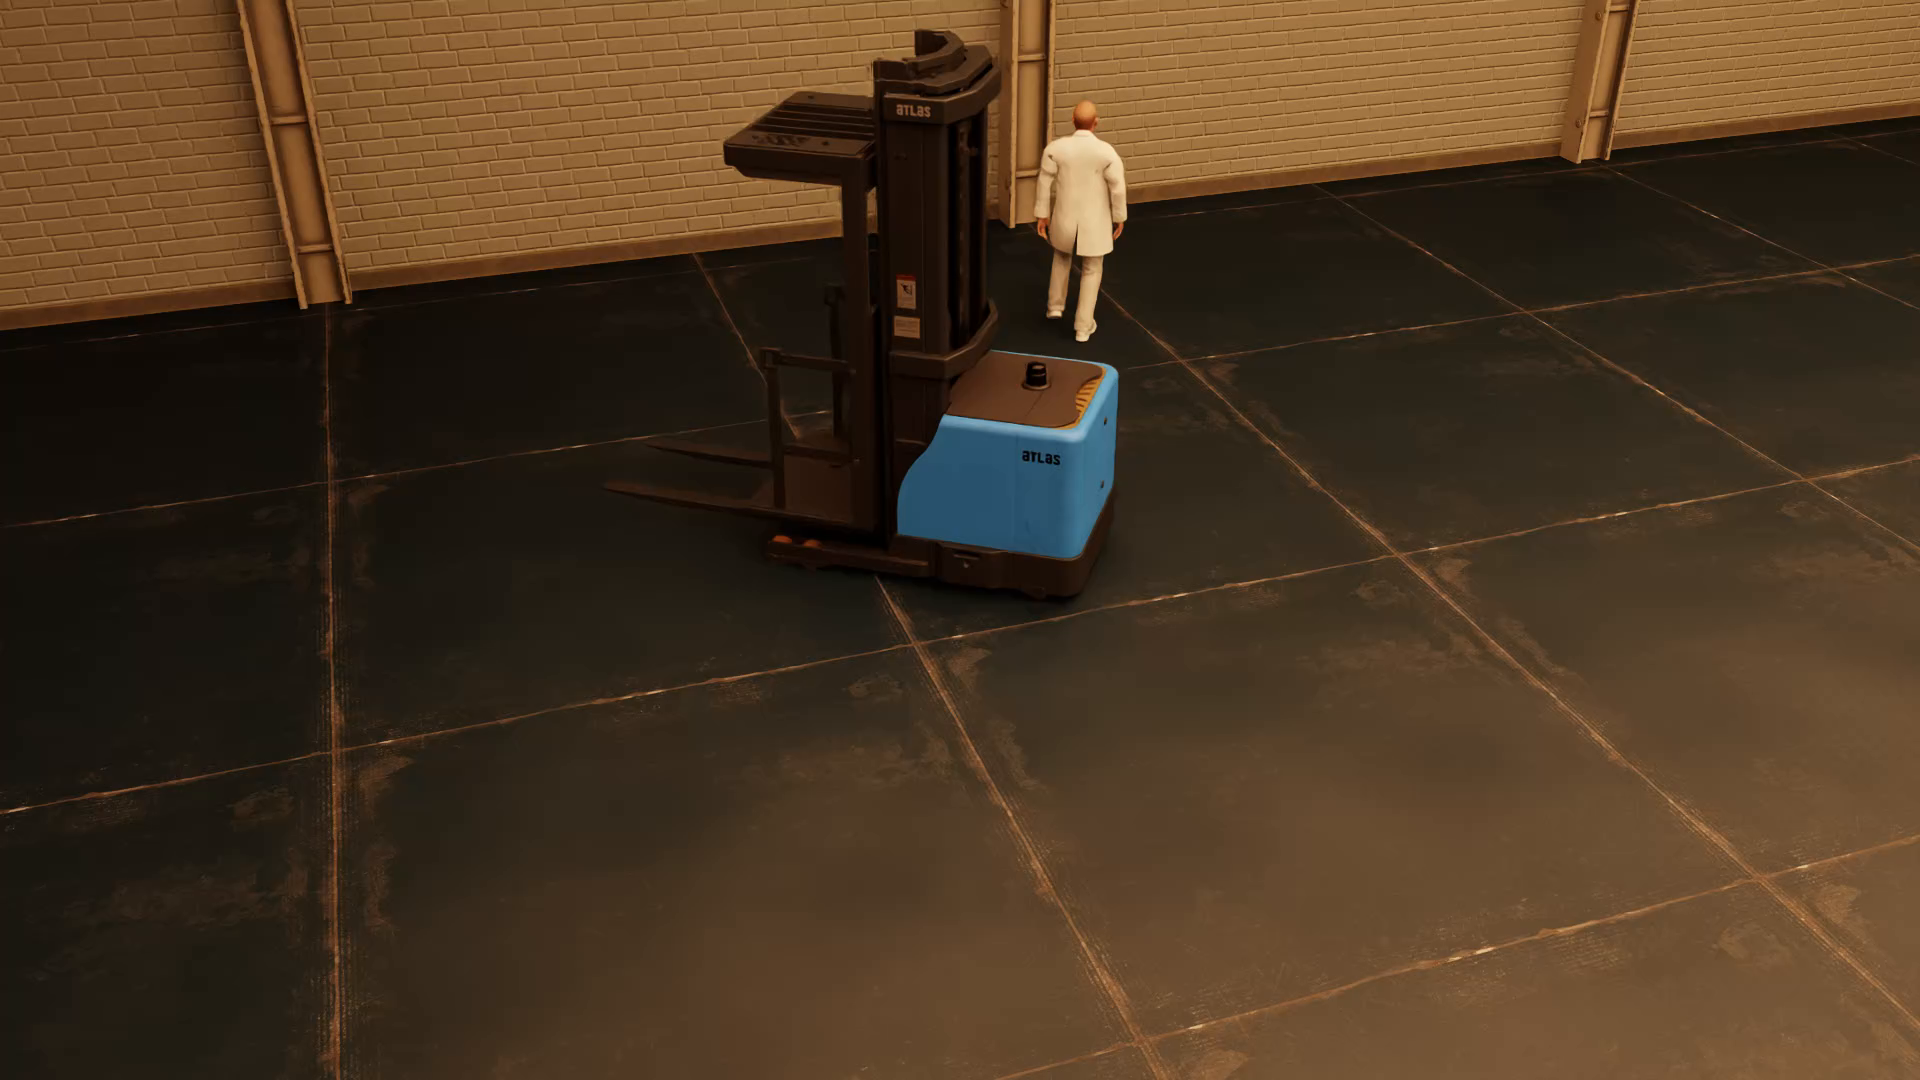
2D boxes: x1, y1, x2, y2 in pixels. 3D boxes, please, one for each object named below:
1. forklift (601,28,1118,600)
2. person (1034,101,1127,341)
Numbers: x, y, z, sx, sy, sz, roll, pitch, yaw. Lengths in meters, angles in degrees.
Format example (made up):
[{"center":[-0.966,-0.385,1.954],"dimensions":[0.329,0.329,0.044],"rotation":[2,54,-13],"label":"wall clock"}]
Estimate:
[{"center":[-0.644,-1.343,9.422],"dimensions":[3.031,2.935,1.130],"rotation":[8,31,14],"label":"forklift"},{"center":[0.912,-2.390,12.485],"dimensions":[0.691,1.824,0.618],"rotation":[9,31,15],"label":"person"}]
